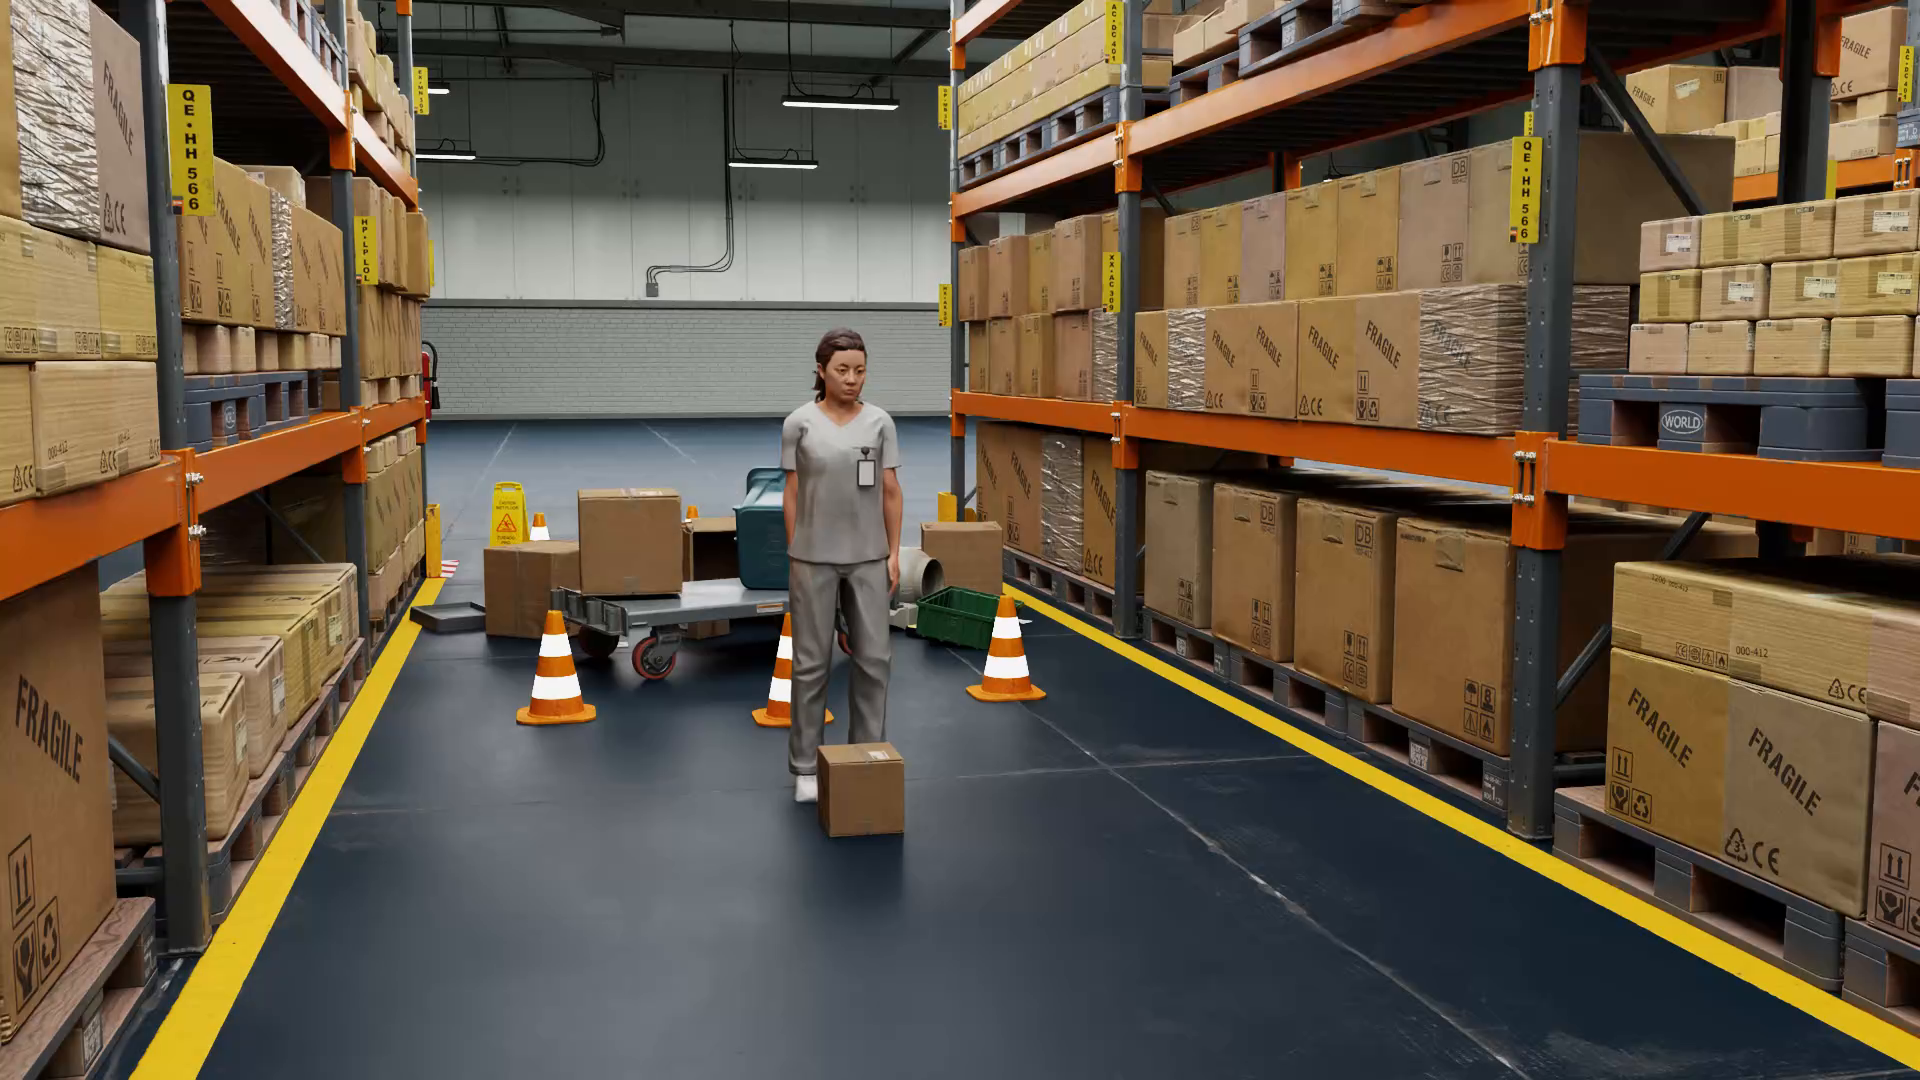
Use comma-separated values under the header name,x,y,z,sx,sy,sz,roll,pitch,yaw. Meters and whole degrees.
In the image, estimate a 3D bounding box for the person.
name,x,y,z,sx,sy,sz,roll,pitch,yaw
person,-0.420,0.082,5.950,0.440,1.678,0.365,-1,6,-13
